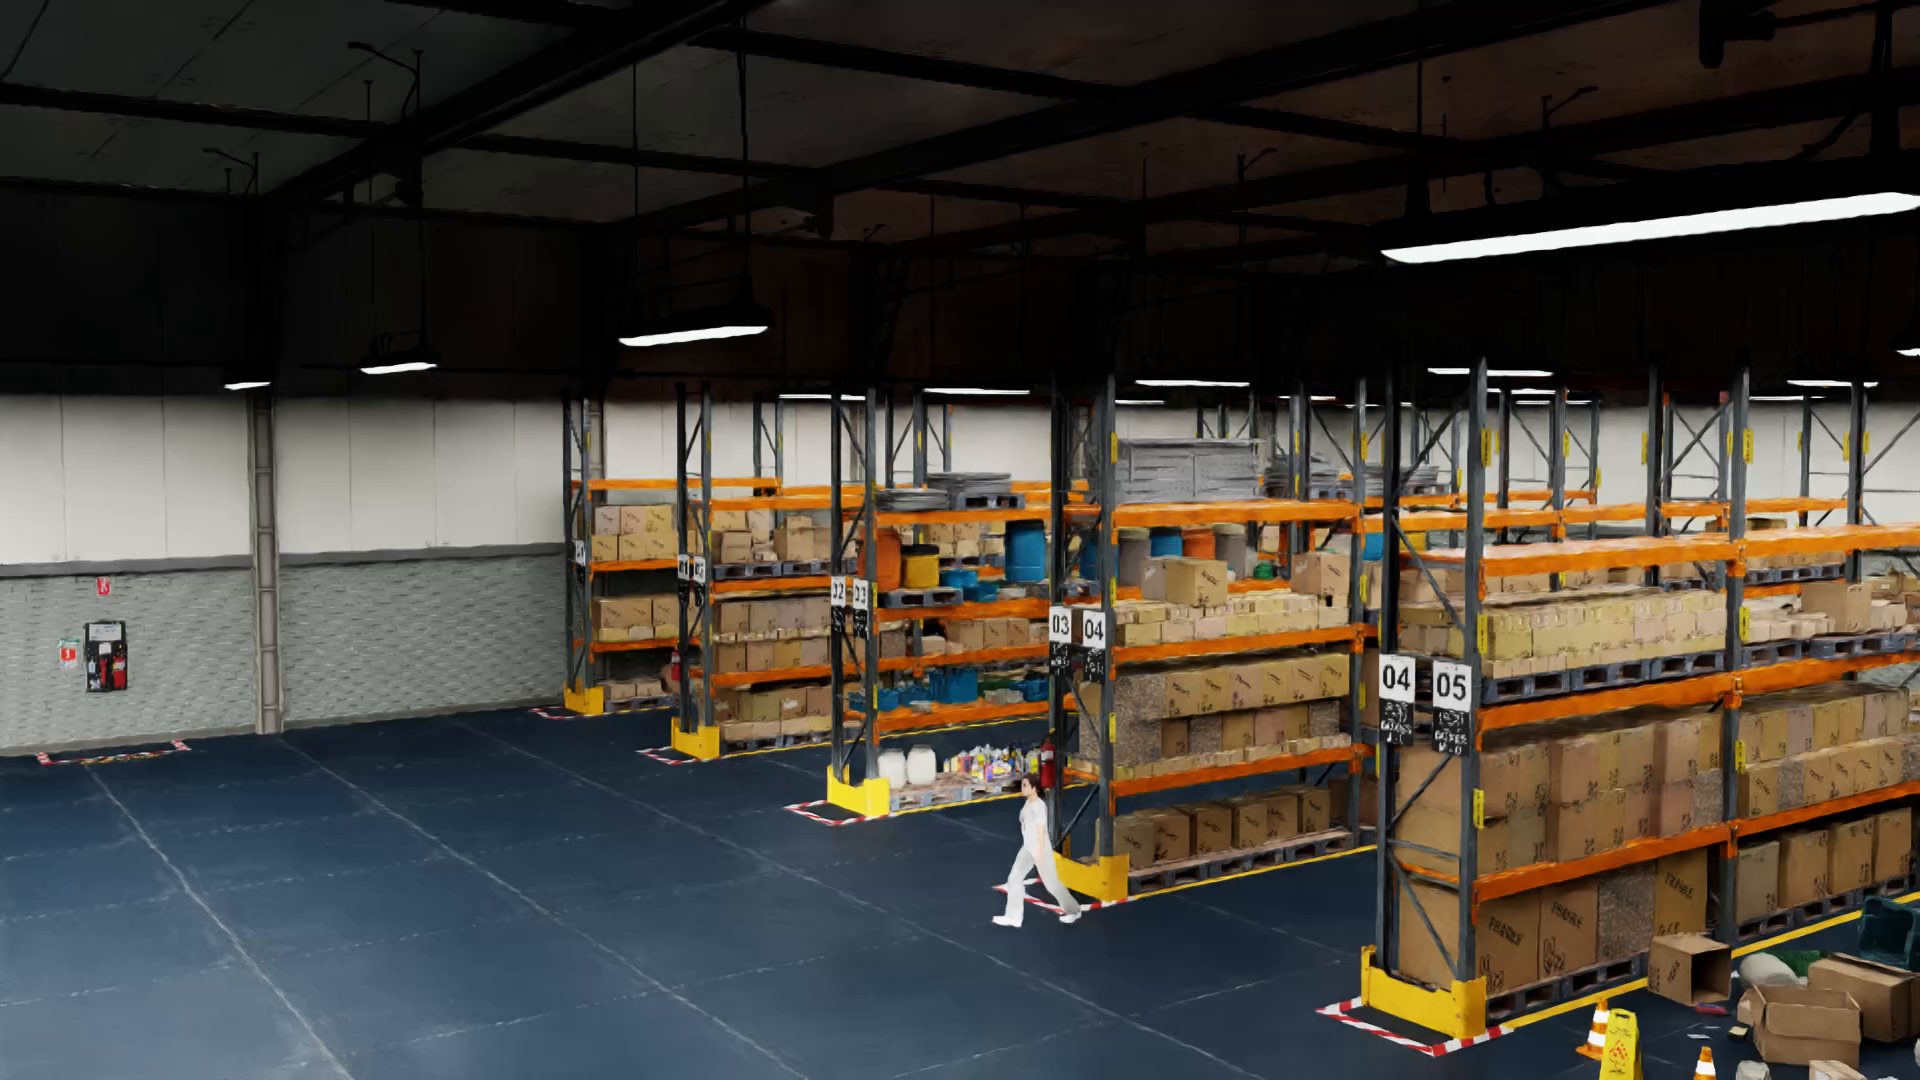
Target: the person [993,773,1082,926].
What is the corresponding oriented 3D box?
[{"bbox_3d":[0.833,3.235,17.356,0.926,1.622,0.461,-1,4,-19],"label":"person"}]
